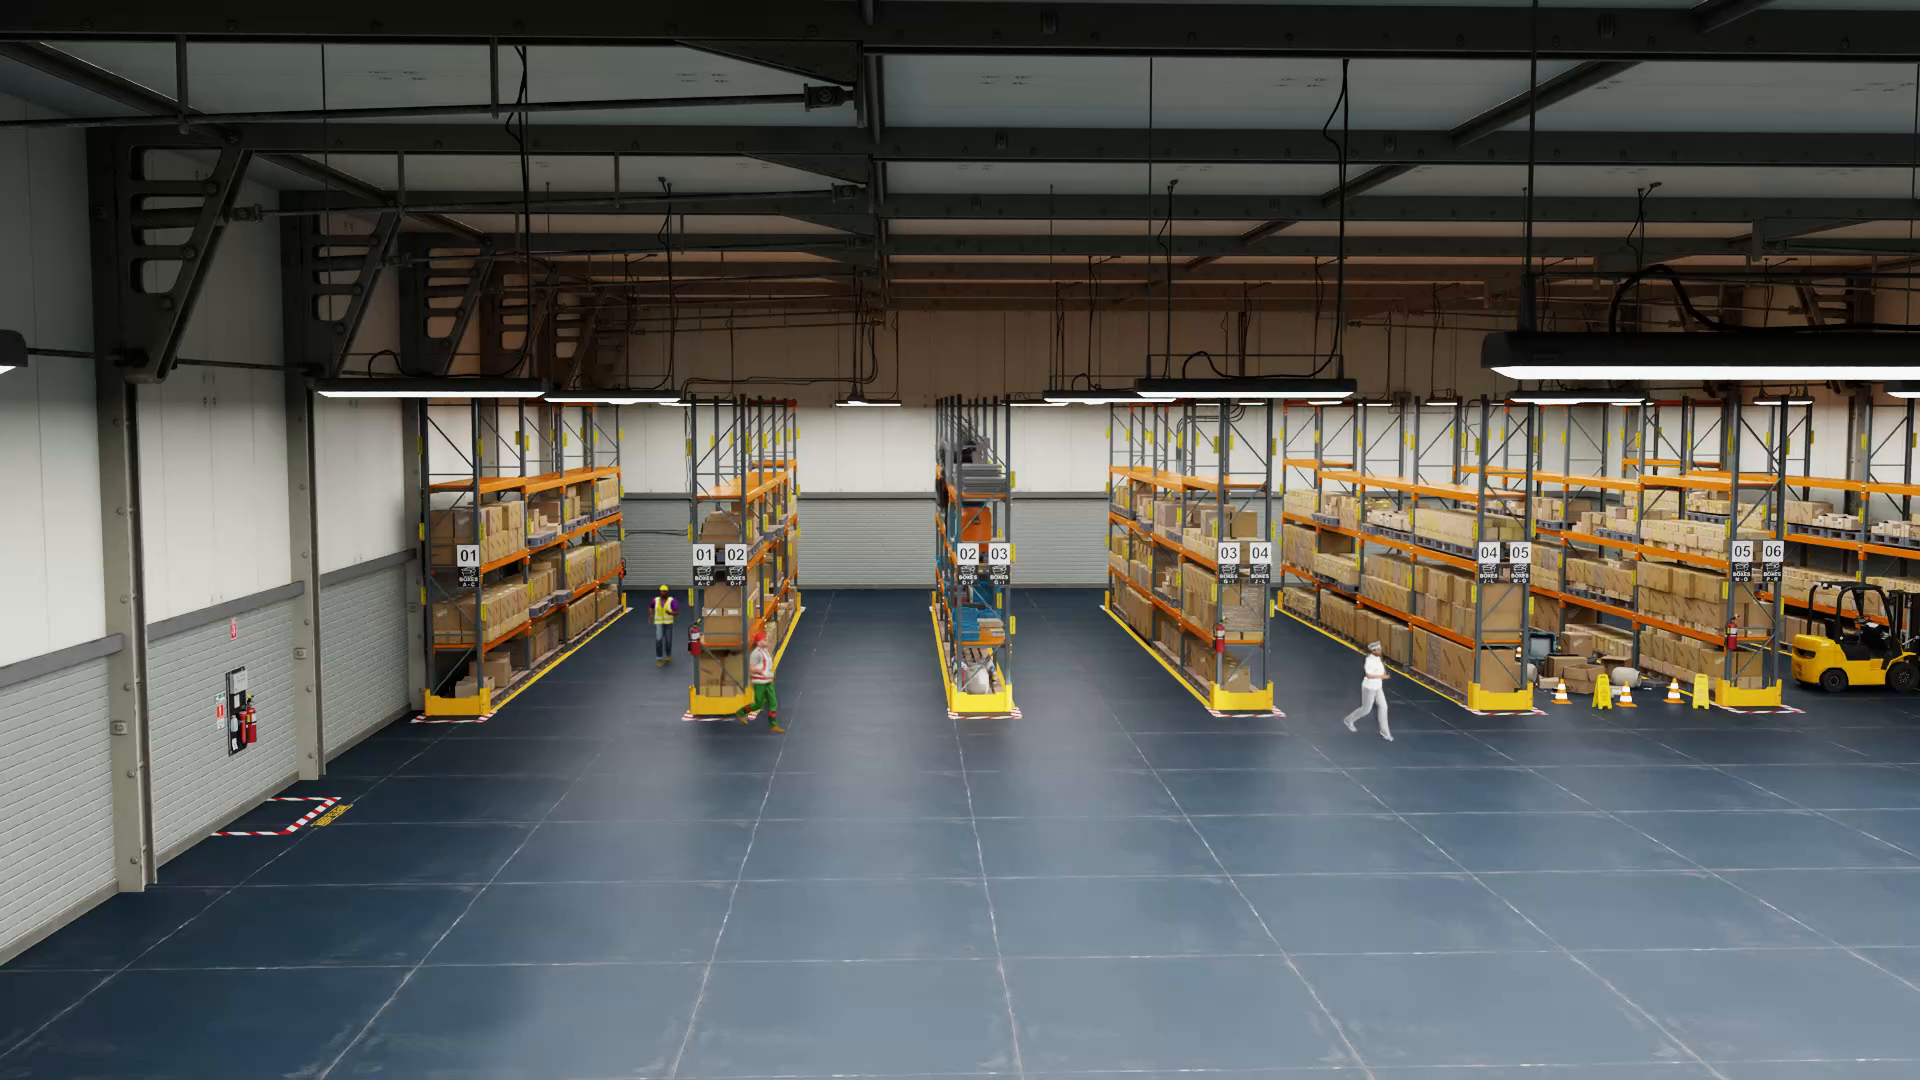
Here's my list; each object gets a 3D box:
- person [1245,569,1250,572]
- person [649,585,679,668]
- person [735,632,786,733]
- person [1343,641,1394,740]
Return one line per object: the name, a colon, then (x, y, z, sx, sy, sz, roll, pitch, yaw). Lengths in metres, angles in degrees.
person: (8.161, 1.209, 46.161, 0.656, 1.764, 0.985, -1, 5, -9)
person: (-6.618, 1.916, 37.158, 0.674, 1.828, 0.782, -1, 5, -8)
person: (-3.524, 2.517, 29.412, 0.953, 1.779, 0.670, 2, 5, 21)
person: (7.134, 2.612, 28.978, 0.911, 1.743, 0.579, 3, 6, 36)
